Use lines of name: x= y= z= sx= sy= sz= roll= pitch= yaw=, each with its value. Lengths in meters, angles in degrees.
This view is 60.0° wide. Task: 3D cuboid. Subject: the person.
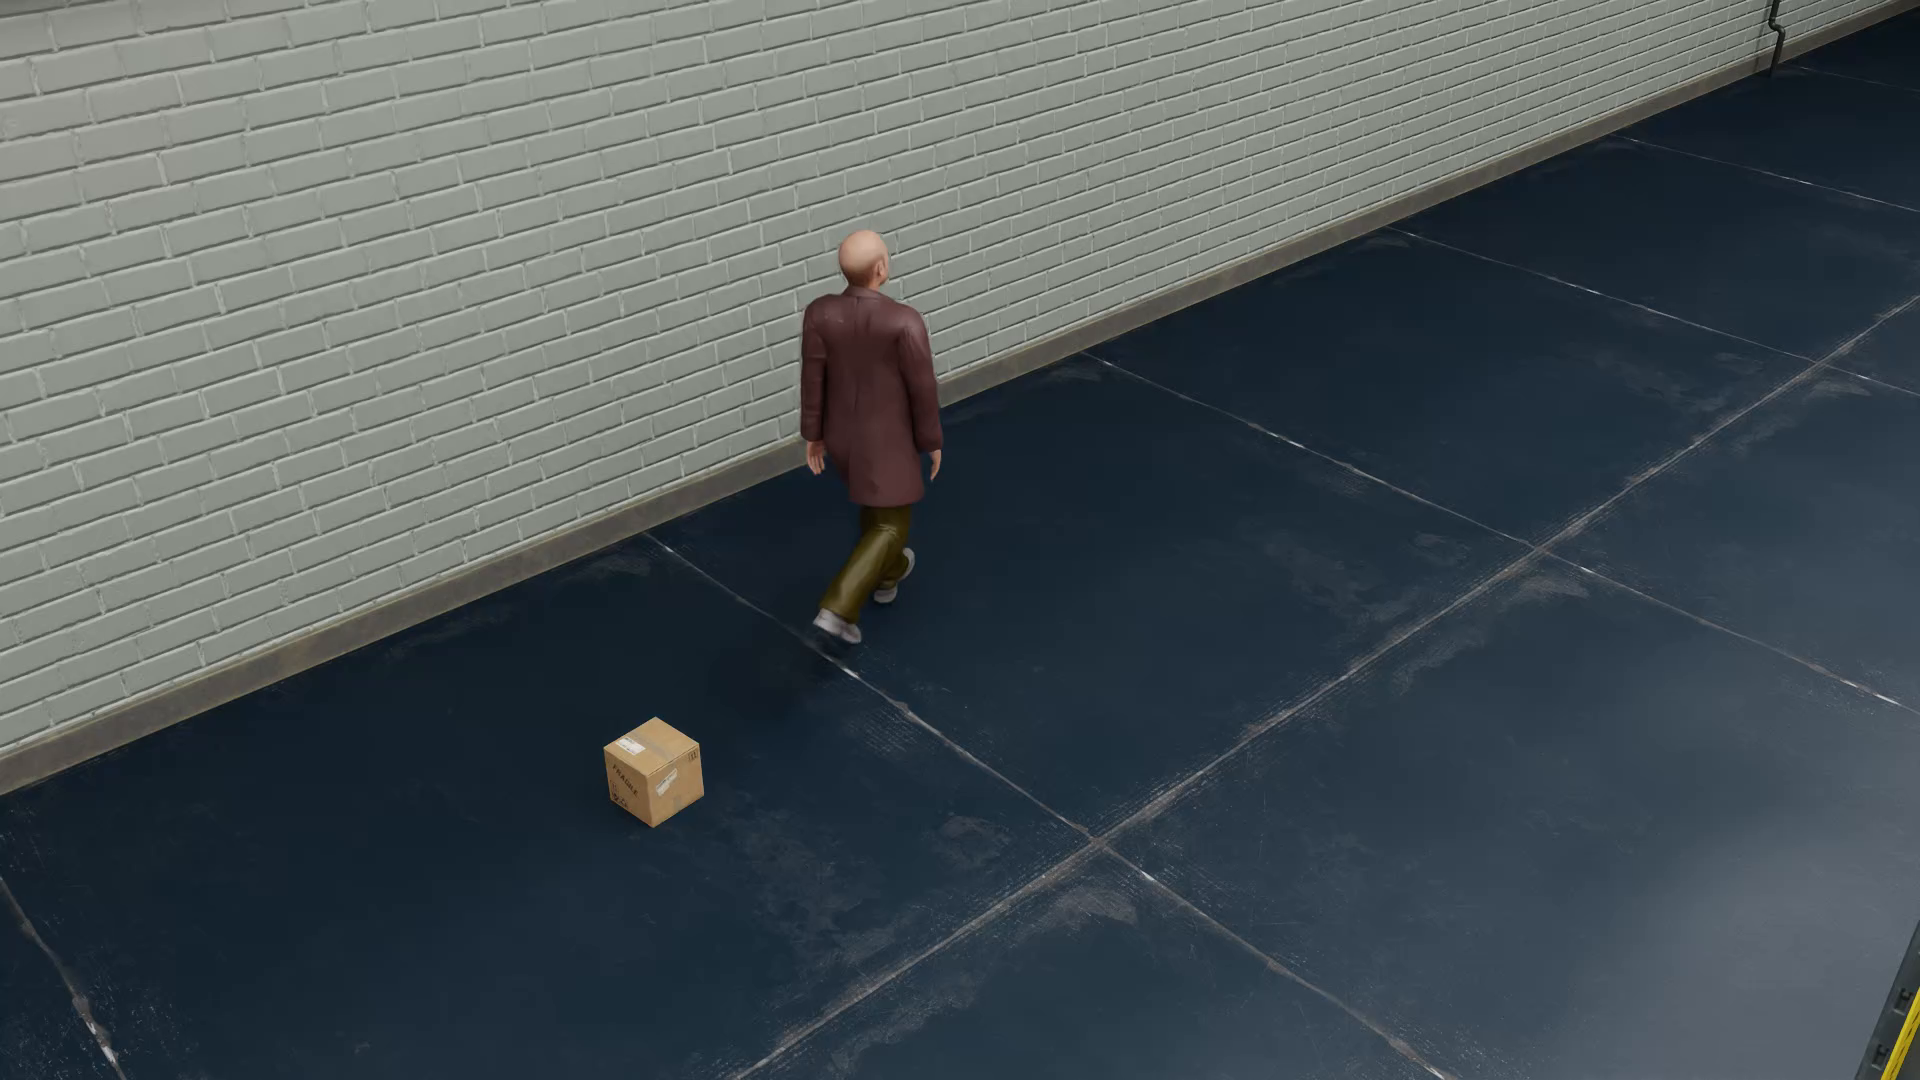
person: x=-0.382 y=-0.394 z=6.784 sx=0.602 sy=1.746 sz=0.990 roll=15 pitch=35 yaw=24
